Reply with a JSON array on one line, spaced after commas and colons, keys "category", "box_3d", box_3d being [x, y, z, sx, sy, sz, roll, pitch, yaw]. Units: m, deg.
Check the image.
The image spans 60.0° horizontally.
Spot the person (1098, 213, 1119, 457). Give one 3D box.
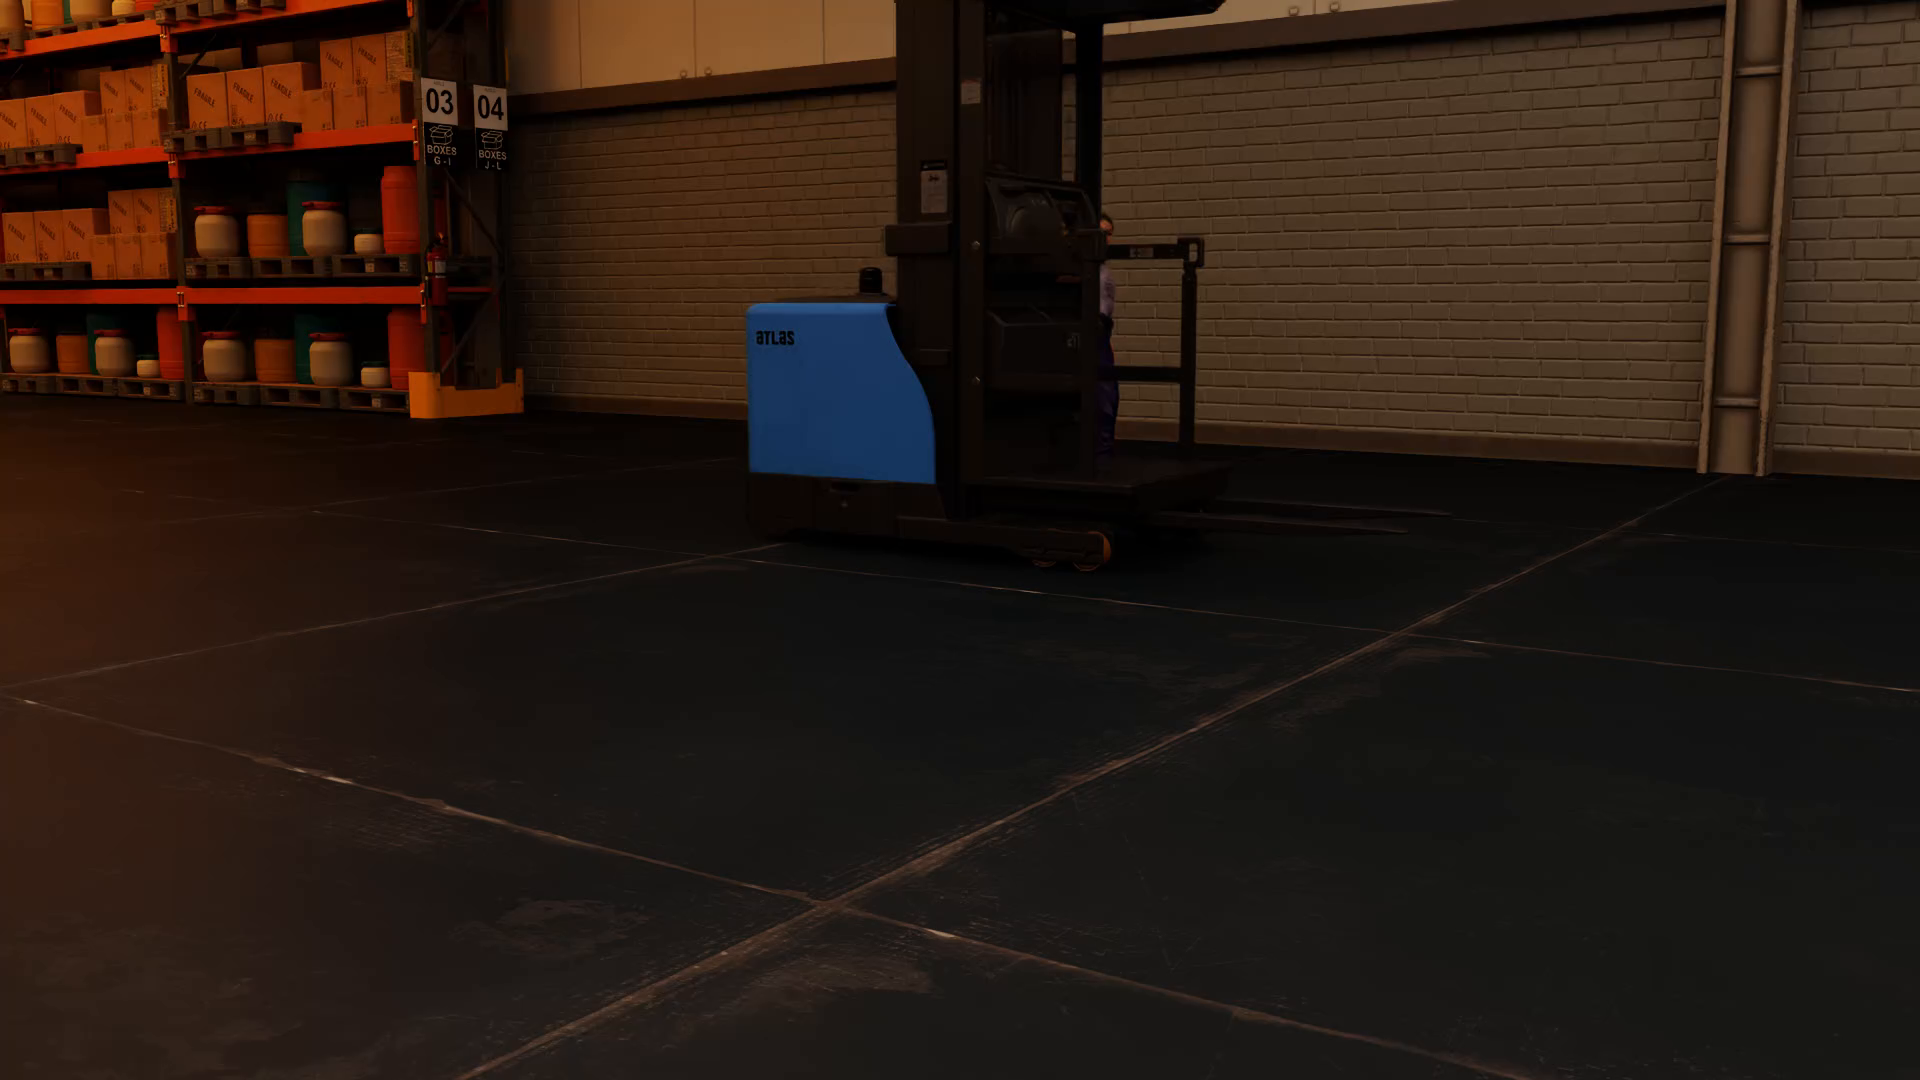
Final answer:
[{"category": "person", "box_3d": [0.887, -1.229, 10.466, 0.489, 1.634, 0.686, 1, 8, 6]}]

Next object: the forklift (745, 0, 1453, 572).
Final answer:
[{"category": "forklift", "box_3d": [0.542, -1.408, 7.095, 3.031, 2.935, 1.130, 5, 9, 31]}]
